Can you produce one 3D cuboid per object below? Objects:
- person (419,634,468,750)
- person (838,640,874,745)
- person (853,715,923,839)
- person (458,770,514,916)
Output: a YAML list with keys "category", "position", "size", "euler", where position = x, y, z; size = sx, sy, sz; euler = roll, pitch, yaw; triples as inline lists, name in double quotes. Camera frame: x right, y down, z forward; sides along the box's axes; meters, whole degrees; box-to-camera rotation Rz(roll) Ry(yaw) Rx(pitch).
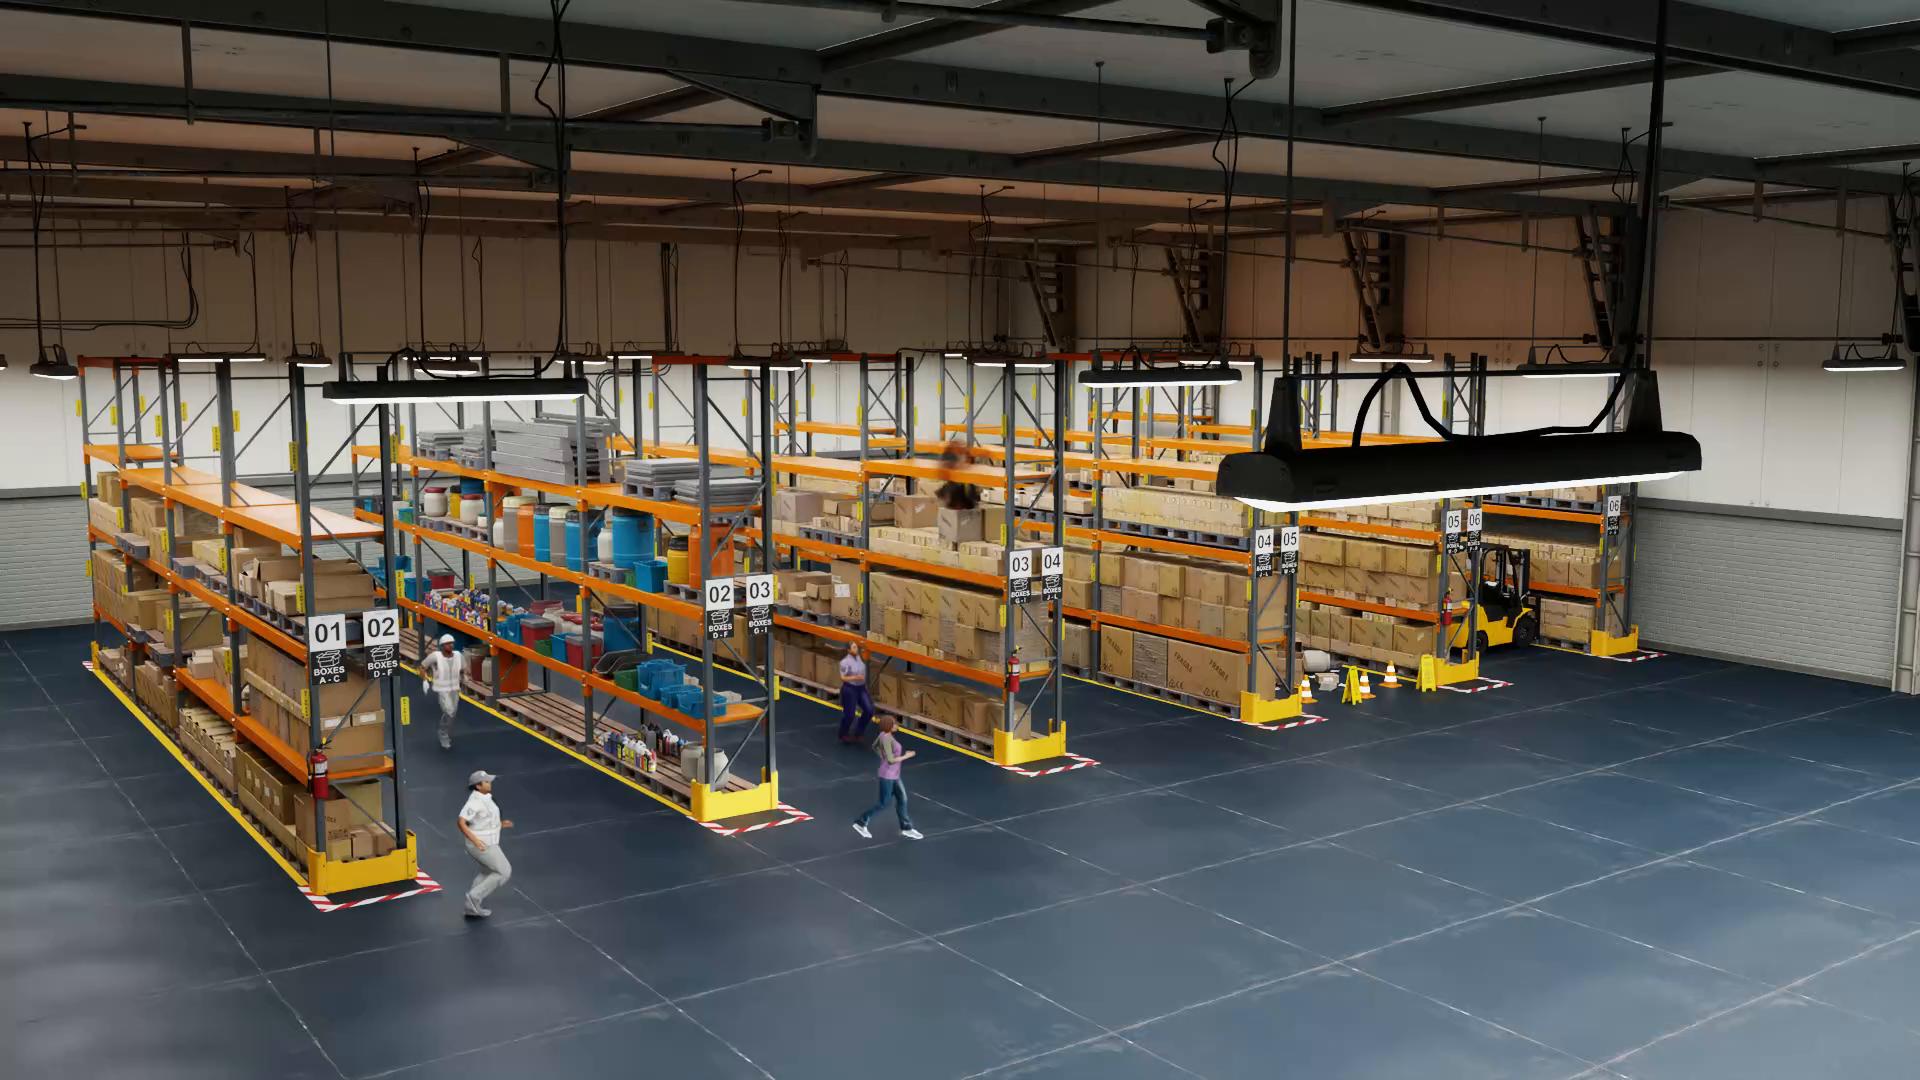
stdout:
- category: "person"
  position: [-7.912, 2.343, 25.689]
  size: [0.800, 1.789, 0.660]
  euler: [6, 9, 41]
- category: "person"
  position: [-1.629, 2.402, 25.894]
  size: [0.661, 1.664, 0.586]
  euler: [6, 9, 43]
- category: "person"
  position: [-0.905, 2.986, 20.915]
  size: [0.876, 1.597, 0.539]
  euler: [0, 7, 3]
- category: "person"
  position: [-5.169, 3.324, 18.191]
  size: [0.577, 1.631, 0.593]
  euler: [-1, 7, -11]
